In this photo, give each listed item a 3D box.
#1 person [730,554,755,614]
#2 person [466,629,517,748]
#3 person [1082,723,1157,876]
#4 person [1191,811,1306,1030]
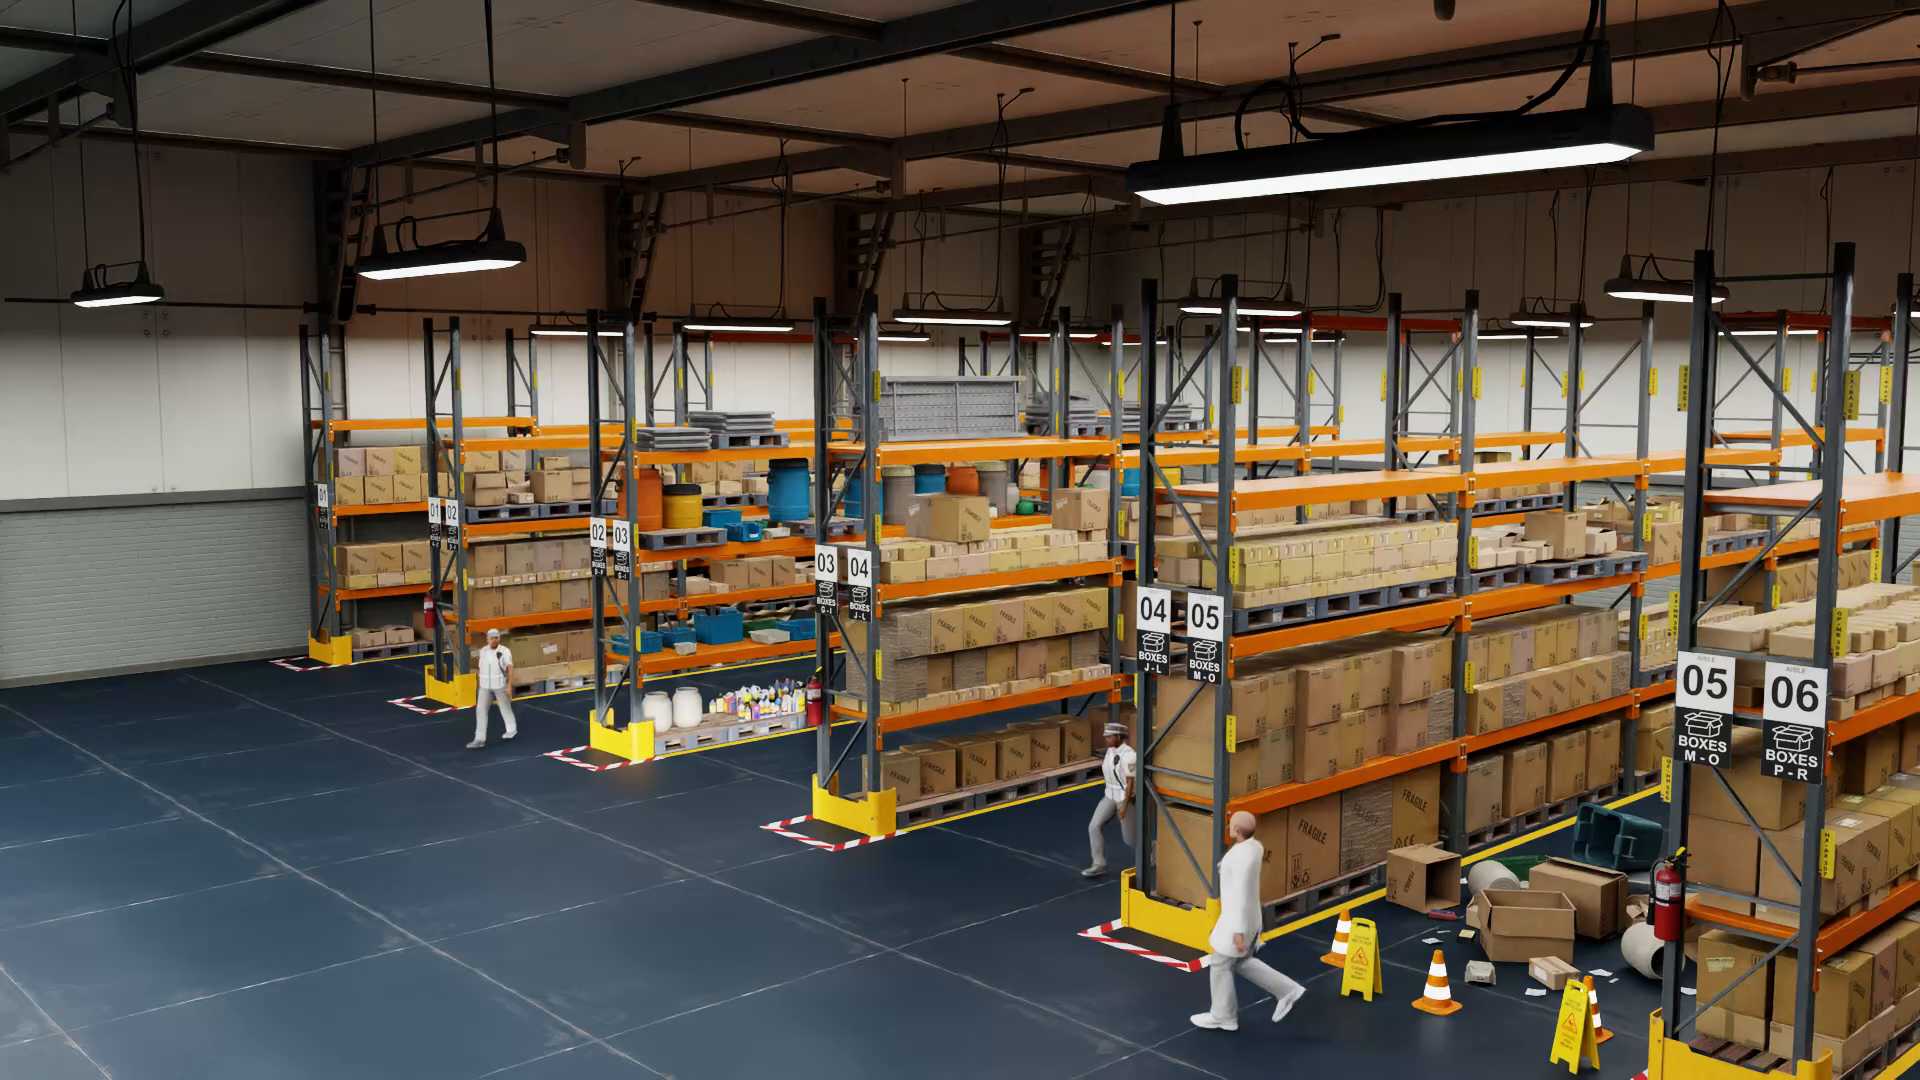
[{"bbox_3d":[-4.394,1.012,32.654,0.551,1.711,1.093,6,8,44],"label":"person"},{"bbox_3d":[-6.419,2.026,22.975,0.550,1.601,1.020,1,6,11],"label":"person"},{"bbox_3d":[1.652,2.652,17.191,0.976,1.541,0.434,-4,7,-36],"label":"person"},{"bbox_3d":[2.255,2.972,12.977,0.875,1.752,0.610,2,6,17],"label":"person"}]
